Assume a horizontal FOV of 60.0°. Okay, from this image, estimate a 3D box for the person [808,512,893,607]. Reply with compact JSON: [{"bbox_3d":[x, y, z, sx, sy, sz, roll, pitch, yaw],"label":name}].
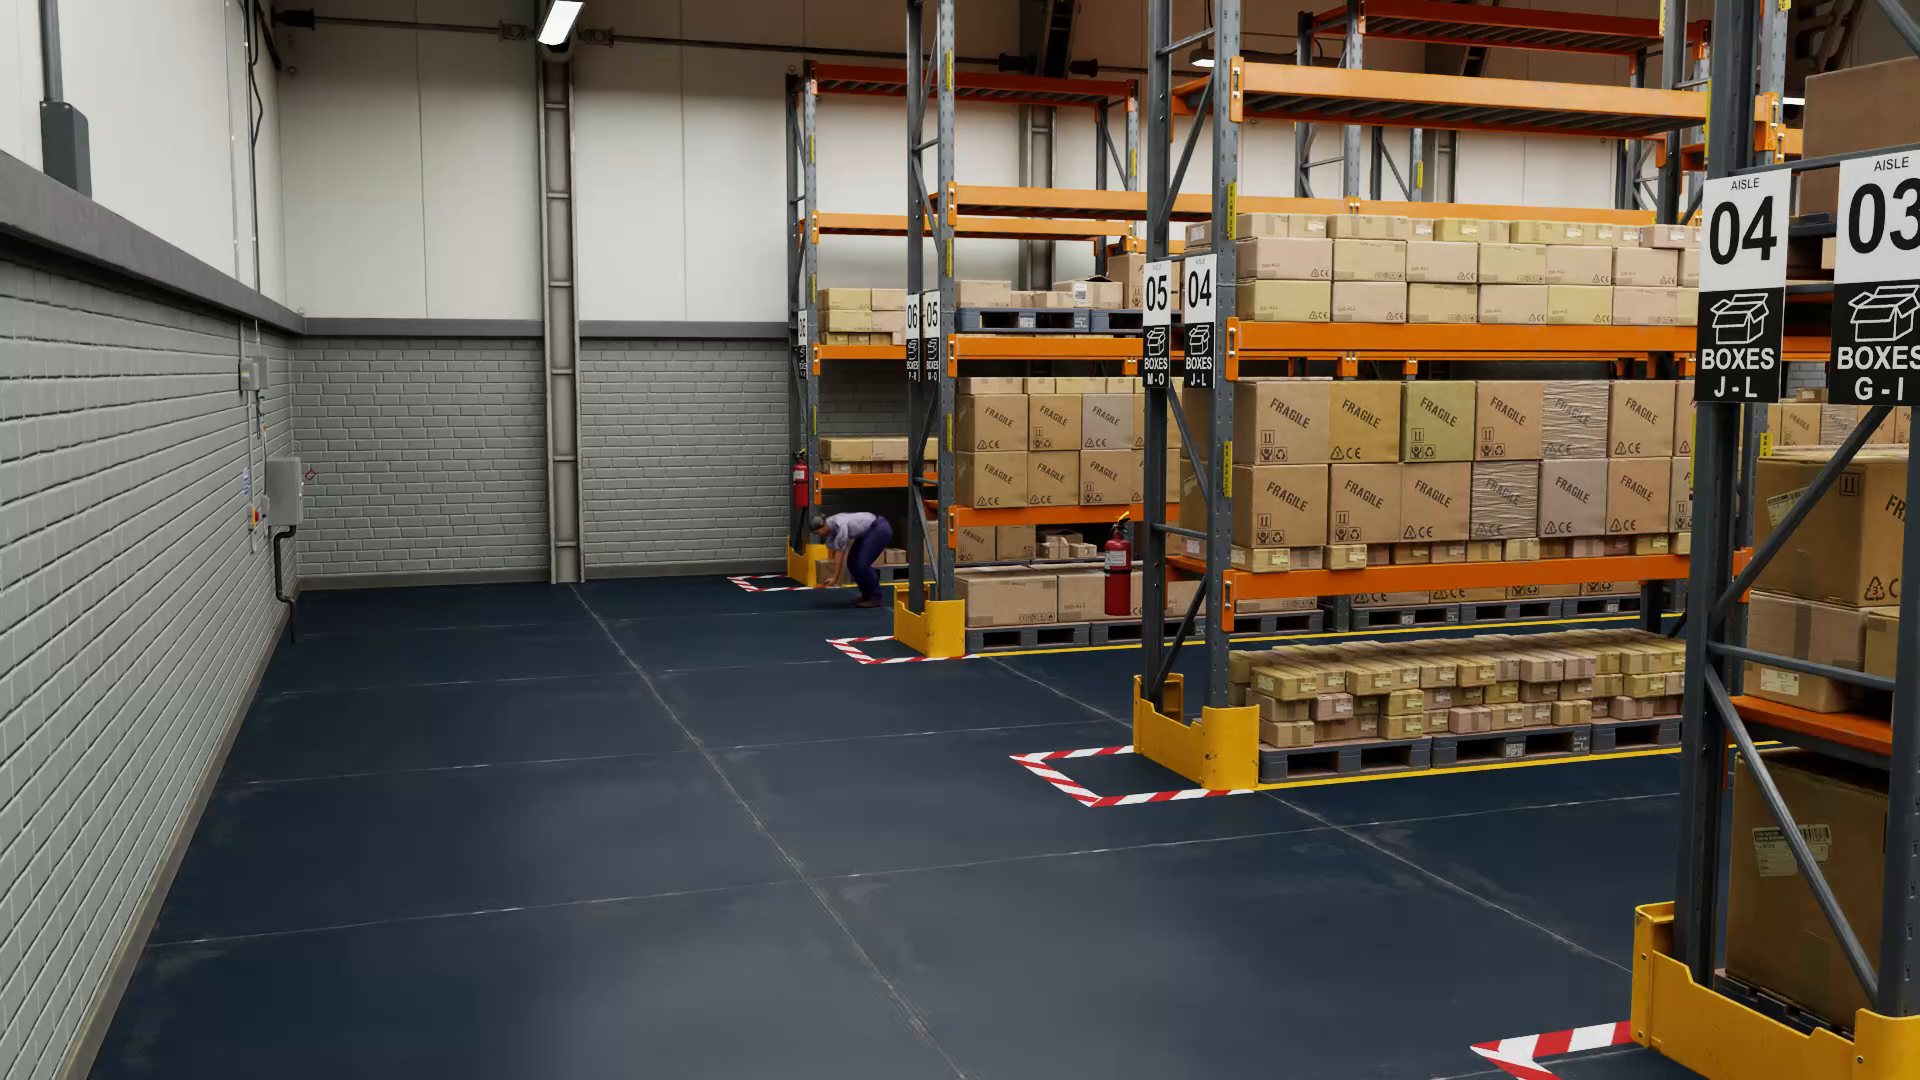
[{"bbox_3d":[-1.181,0.211,17.762,0.910,1.004,0.482,-2,6,-21],"label":"person"}]
